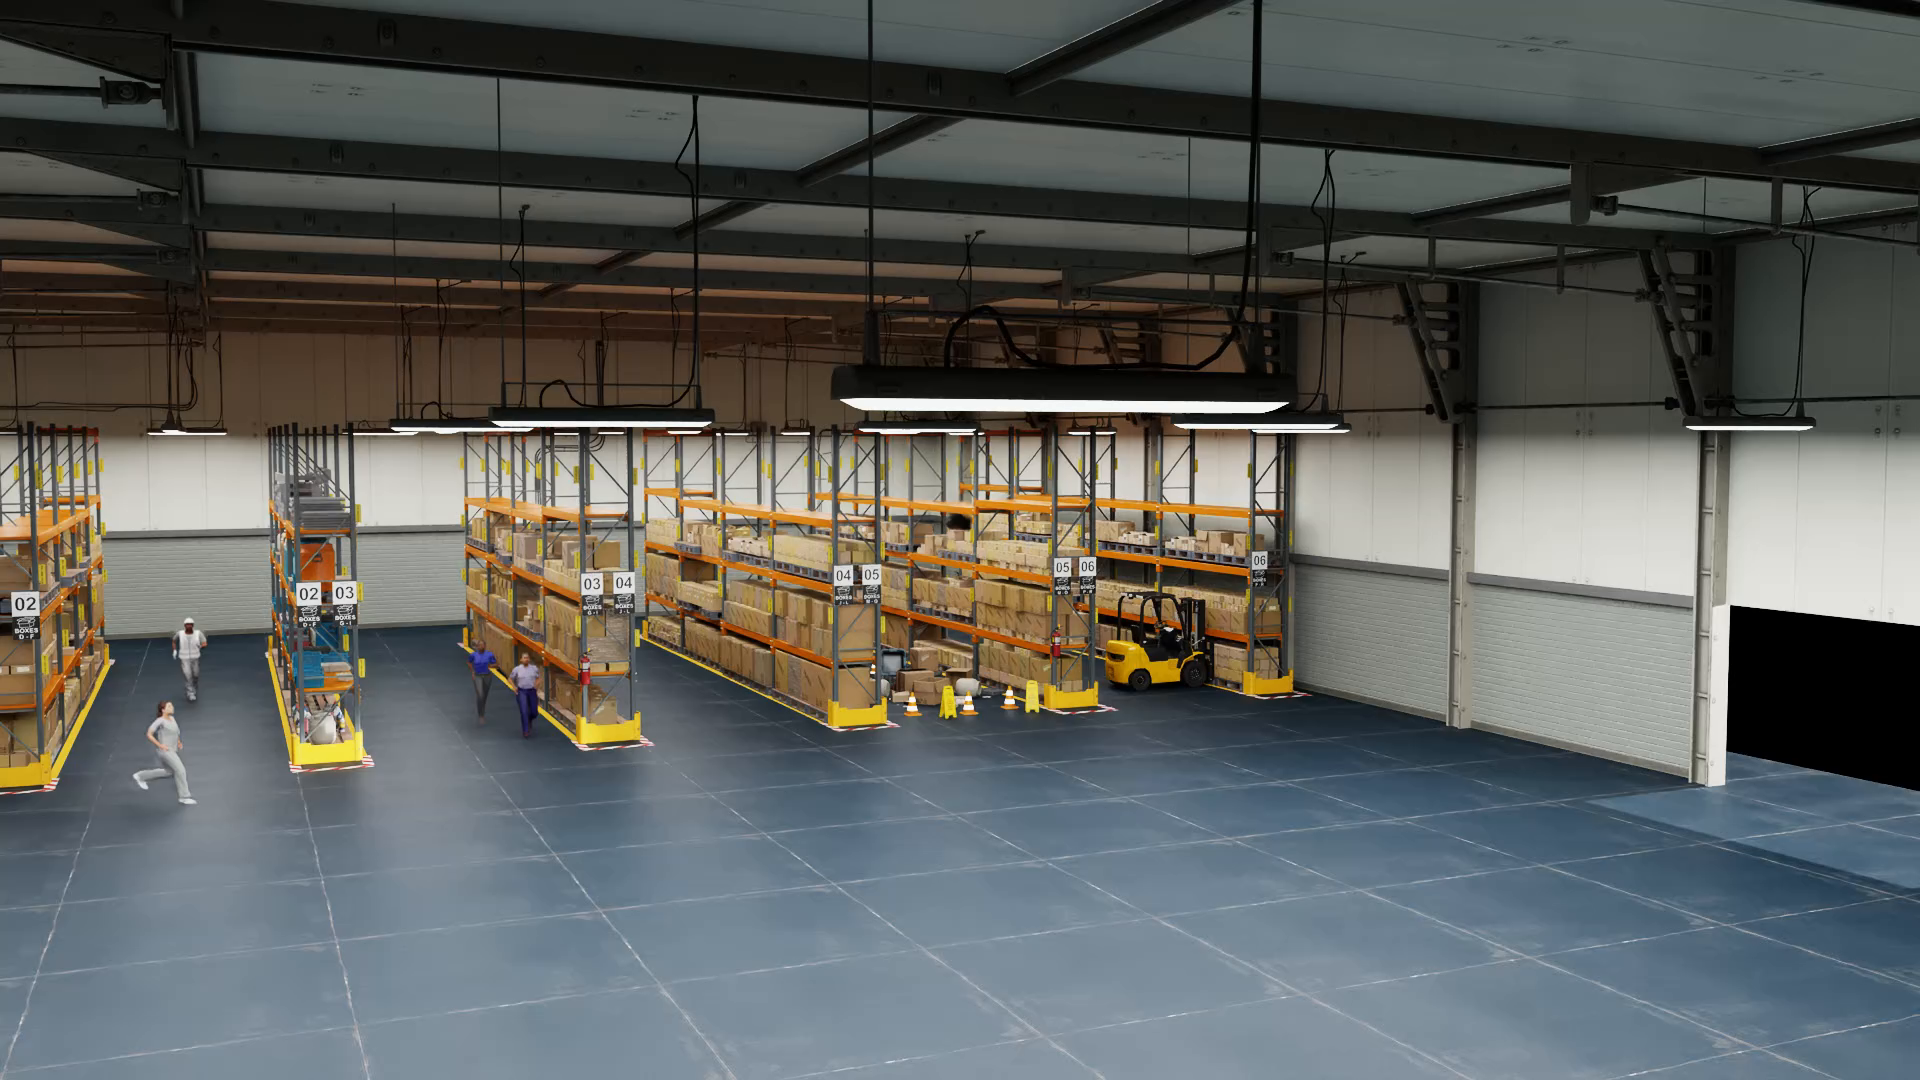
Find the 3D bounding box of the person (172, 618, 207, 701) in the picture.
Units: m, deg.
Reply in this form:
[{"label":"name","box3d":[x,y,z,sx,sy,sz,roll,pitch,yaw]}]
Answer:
[{"label":"person","box3d":[-16.849,2.582,36.394,0.686,1.764,0.979,-2,4,-31]}]

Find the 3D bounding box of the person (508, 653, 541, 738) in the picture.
[{"label":"person","box3d":[-8.362,2.970,32.006,0.615,1.592,0.727,-2,4,-27]}]

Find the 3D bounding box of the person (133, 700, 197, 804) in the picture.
[{"label":"person","box3d":[-12.481,3.335,26.077,0.993,1.667,0.543,0,3,-4]}]

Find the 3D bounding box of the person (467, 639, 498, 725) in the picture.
[{"label":"person","box3d":[-9.627,2.860,33.589,0.553,1.700,0.771,-2,4,-26]}]
